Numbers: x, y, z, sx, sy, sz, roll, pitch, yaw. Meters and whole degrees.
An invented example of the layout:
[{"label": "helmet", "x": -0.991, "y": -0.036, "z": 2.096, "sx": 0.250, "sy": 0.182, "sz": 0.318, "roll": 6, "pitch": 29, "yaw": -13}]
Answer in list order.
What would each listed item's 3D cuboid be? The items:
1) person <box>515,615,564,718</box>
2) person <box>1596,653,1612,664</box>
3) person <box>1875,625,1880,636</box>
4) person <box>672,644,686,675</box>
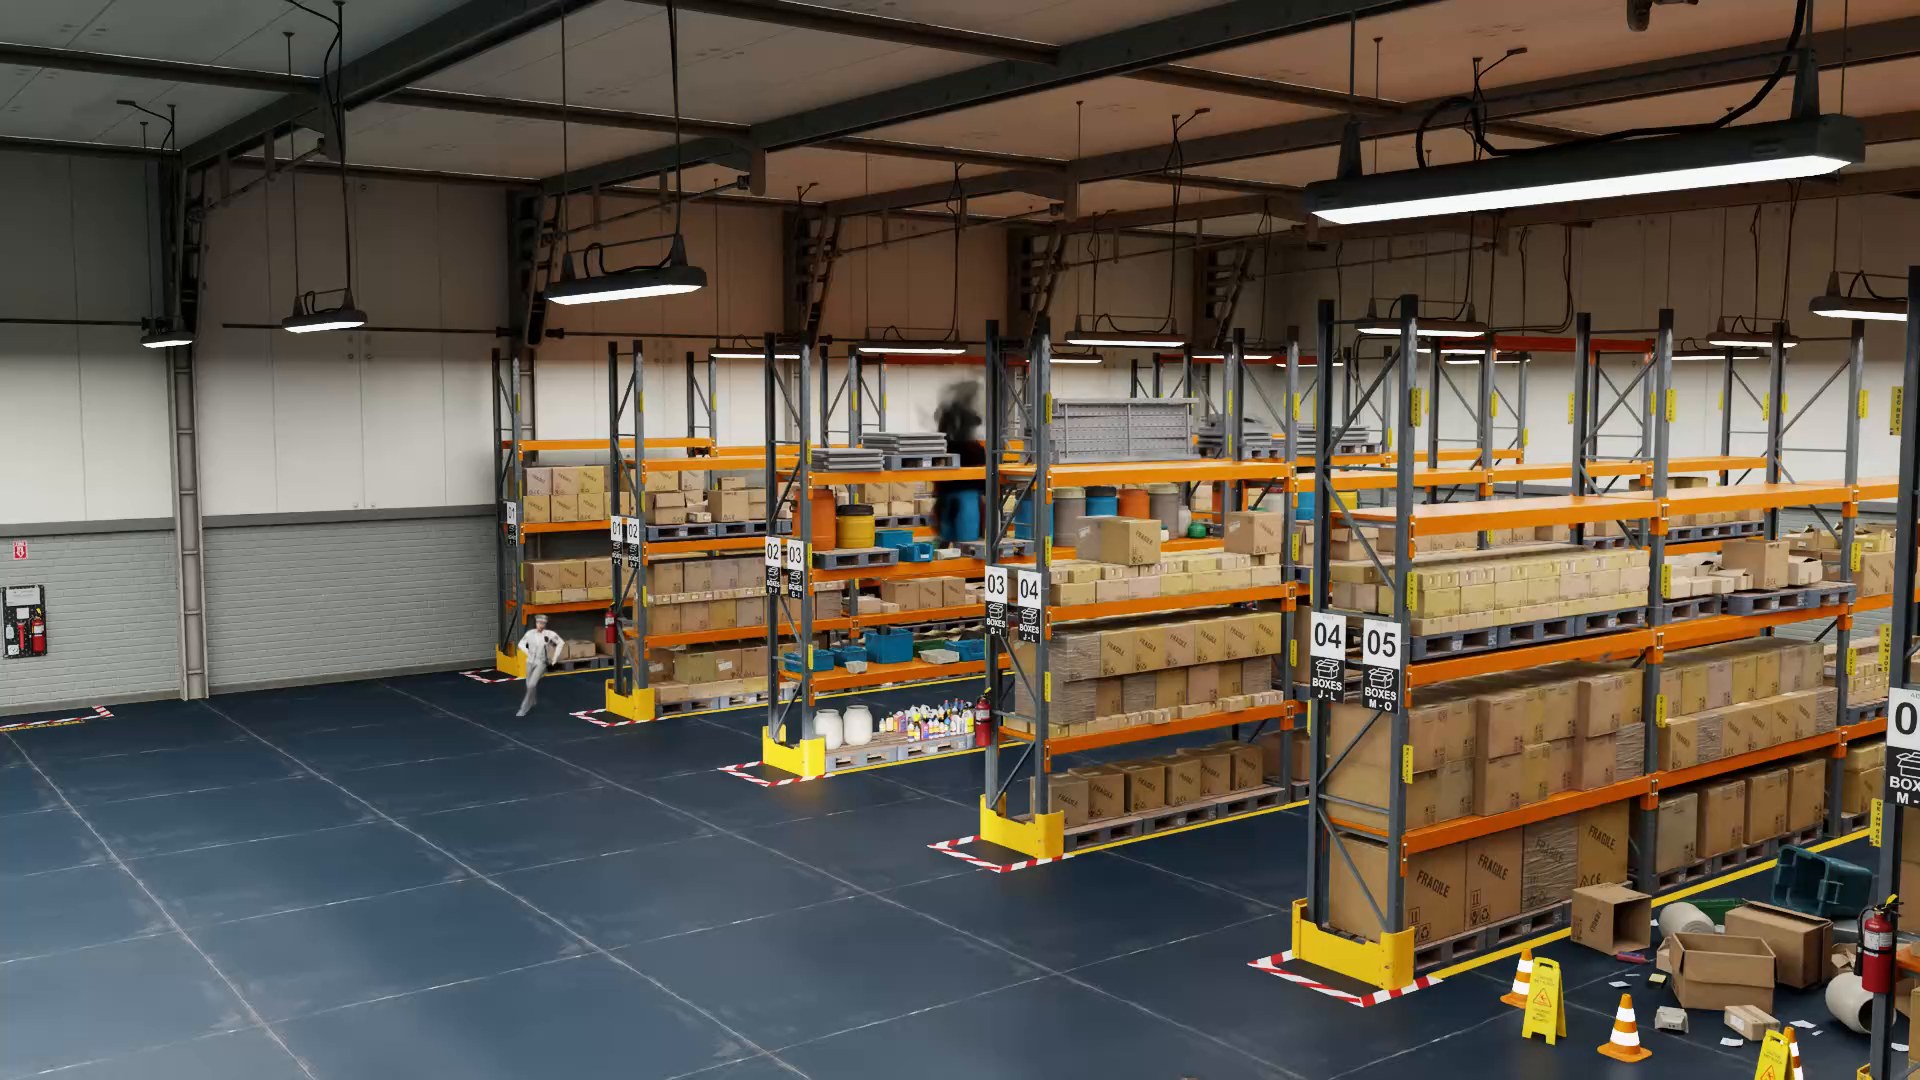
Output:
[{"label": "person", "x": -6.817, "y": 2.011, "z": 26.880, "sx": 0.734, "sy": 1.667, "sz": 0.764, "roll": 1, "pitch": 5, "yaw": 7}, {"label": "person", "x": 8.779, "y": 2.289, "z": 22.644, "sx": 0.937, "sy": 1.794, "sz": 0.621, "roll": -5, "pitch": 7, "yaw": -44}, {"label": "person", "x": 13.772, "y": 2.126, "z": 24.832, "sx": 0.690, "sy": 1.739, "sz": 0.744, "roll": -3, "pitch": 6, "yaw": -28}, {"label": "person", "x": -4.882, "y": 1.710, "z": 29.032, "sx": 0.939, "sy": 1.800, "sz": 0.634, "roll": -5, "pitch": 7, "yaw": -44}]
